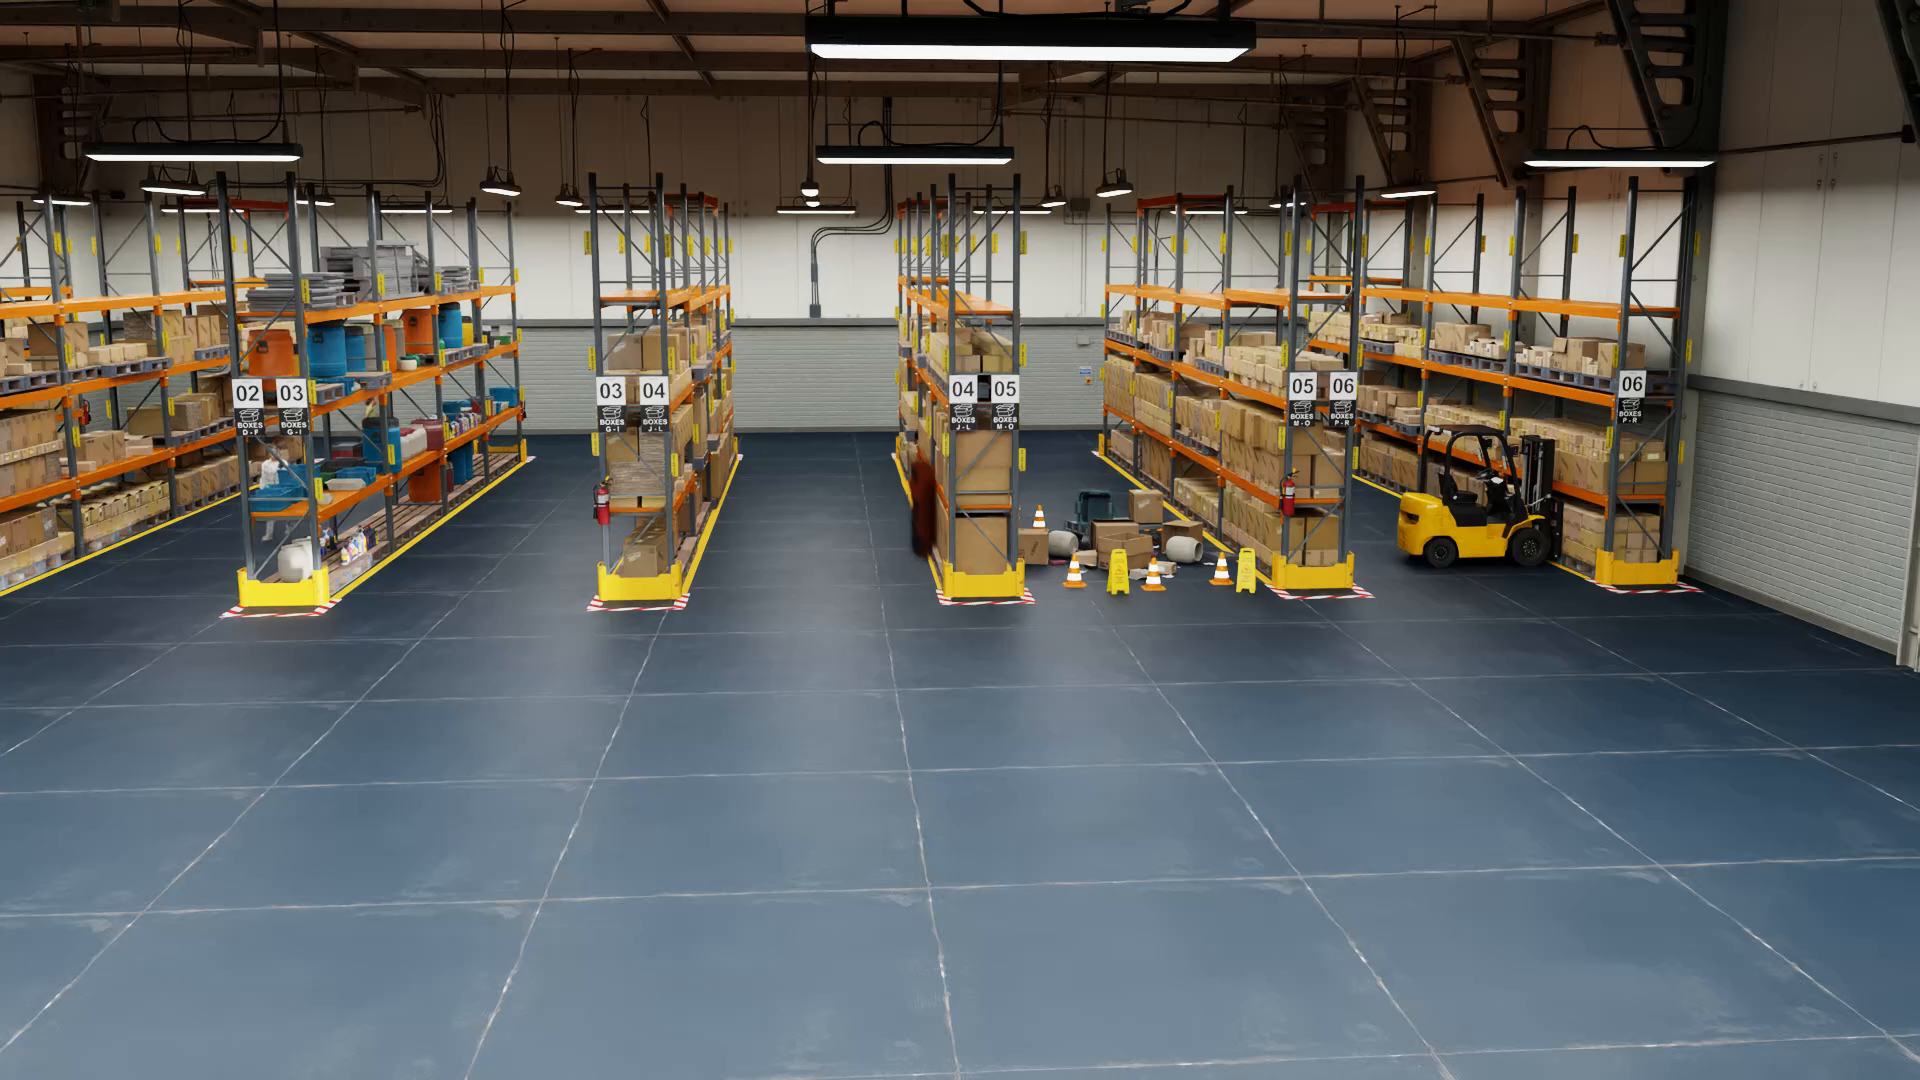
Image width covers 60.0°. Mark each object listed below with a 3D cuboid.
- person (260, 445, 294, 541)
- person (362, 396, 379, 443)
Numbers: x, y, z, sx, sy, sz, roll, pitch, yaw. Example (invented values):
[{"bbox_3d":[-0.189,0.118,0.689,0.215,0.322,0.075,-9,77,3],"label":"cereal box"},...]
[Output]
[{"bbox_3d":[-11.818,-0.844,28.701,0.593,1.610,1.042,-1,10,-4],"label":"person"},{"bbox_3d":[-13.554,-2.545,38.359,0.859,1.644,0.434,-9,13,-40],"label":"person"}]
